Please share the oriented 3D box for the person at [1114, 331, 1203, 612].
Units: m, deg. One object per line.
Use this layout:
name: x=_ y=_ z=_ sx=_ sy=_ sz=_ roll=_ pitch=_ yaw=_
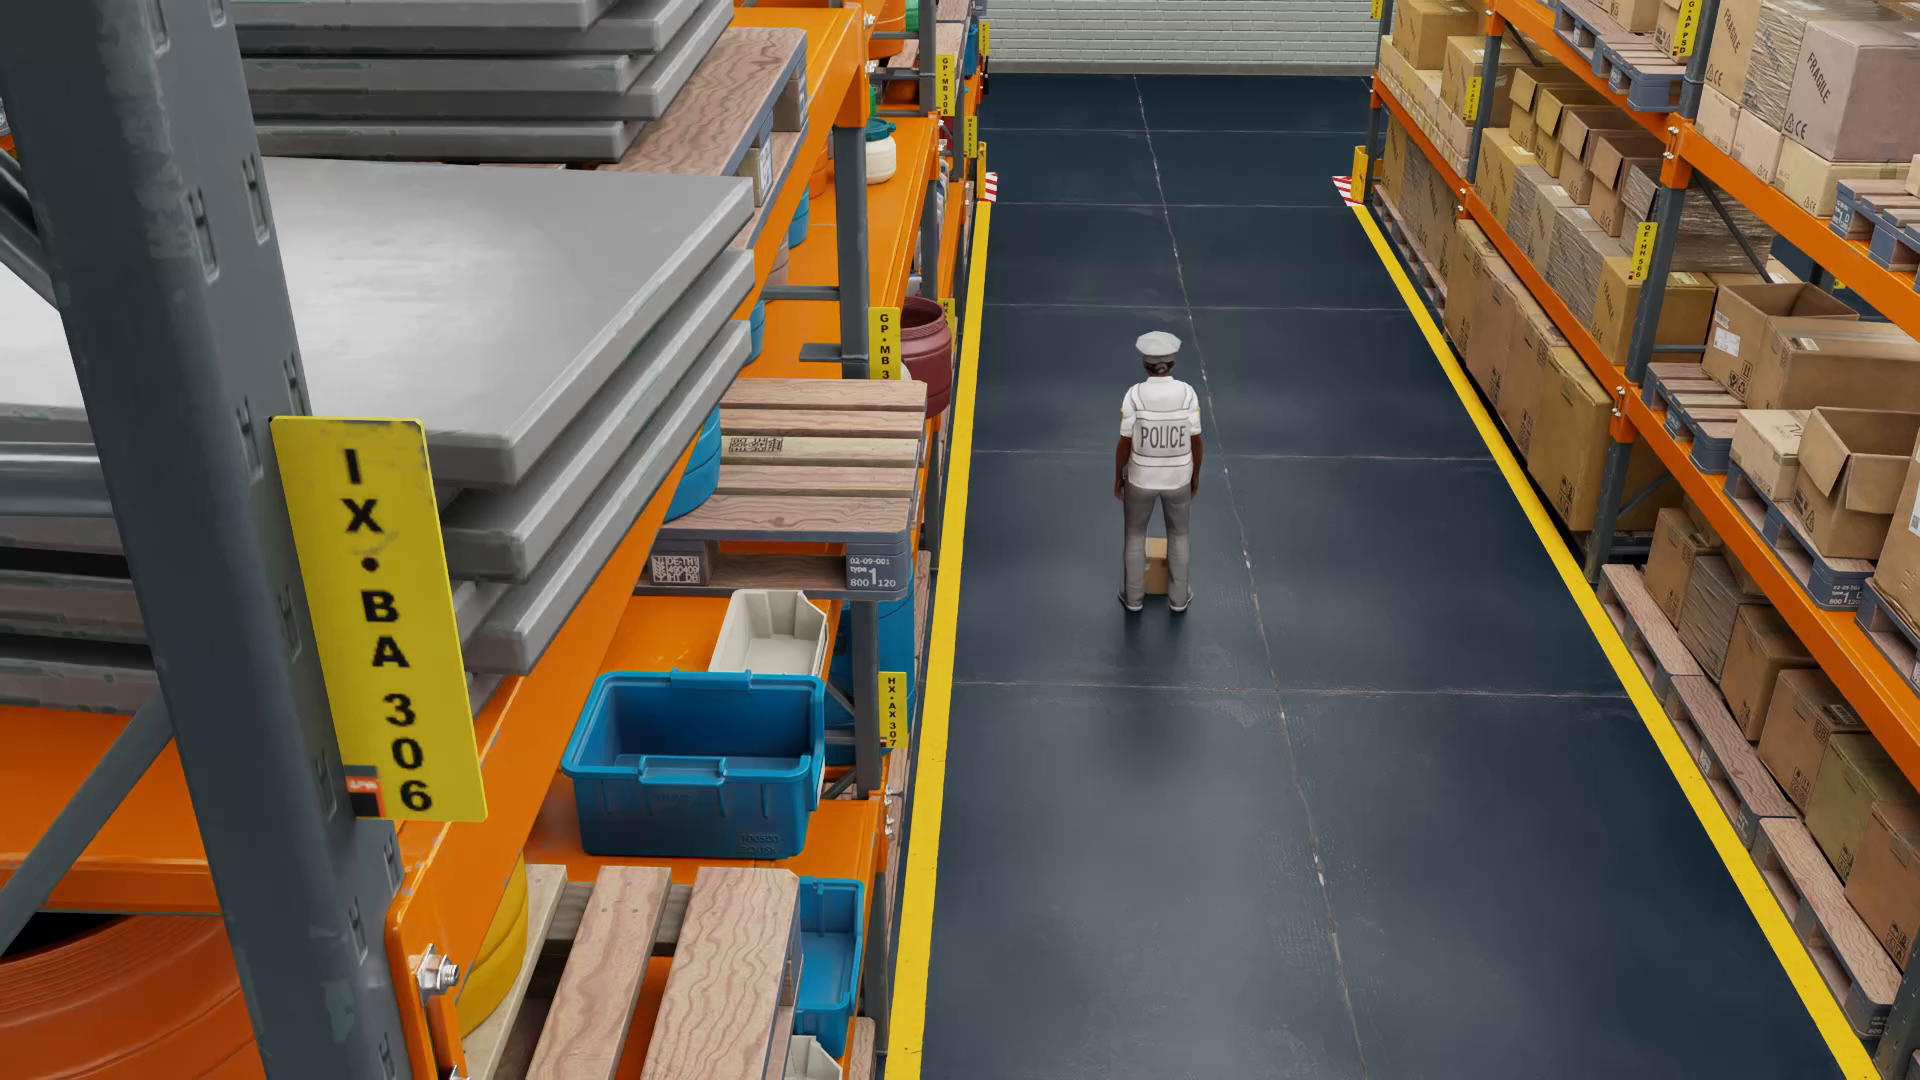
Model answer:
person: x=1.137 y=-0.353 z=9.507 sx=0.519 sy=1.656 sz=0.396 roll=0 pitch=28 yaw=-1
